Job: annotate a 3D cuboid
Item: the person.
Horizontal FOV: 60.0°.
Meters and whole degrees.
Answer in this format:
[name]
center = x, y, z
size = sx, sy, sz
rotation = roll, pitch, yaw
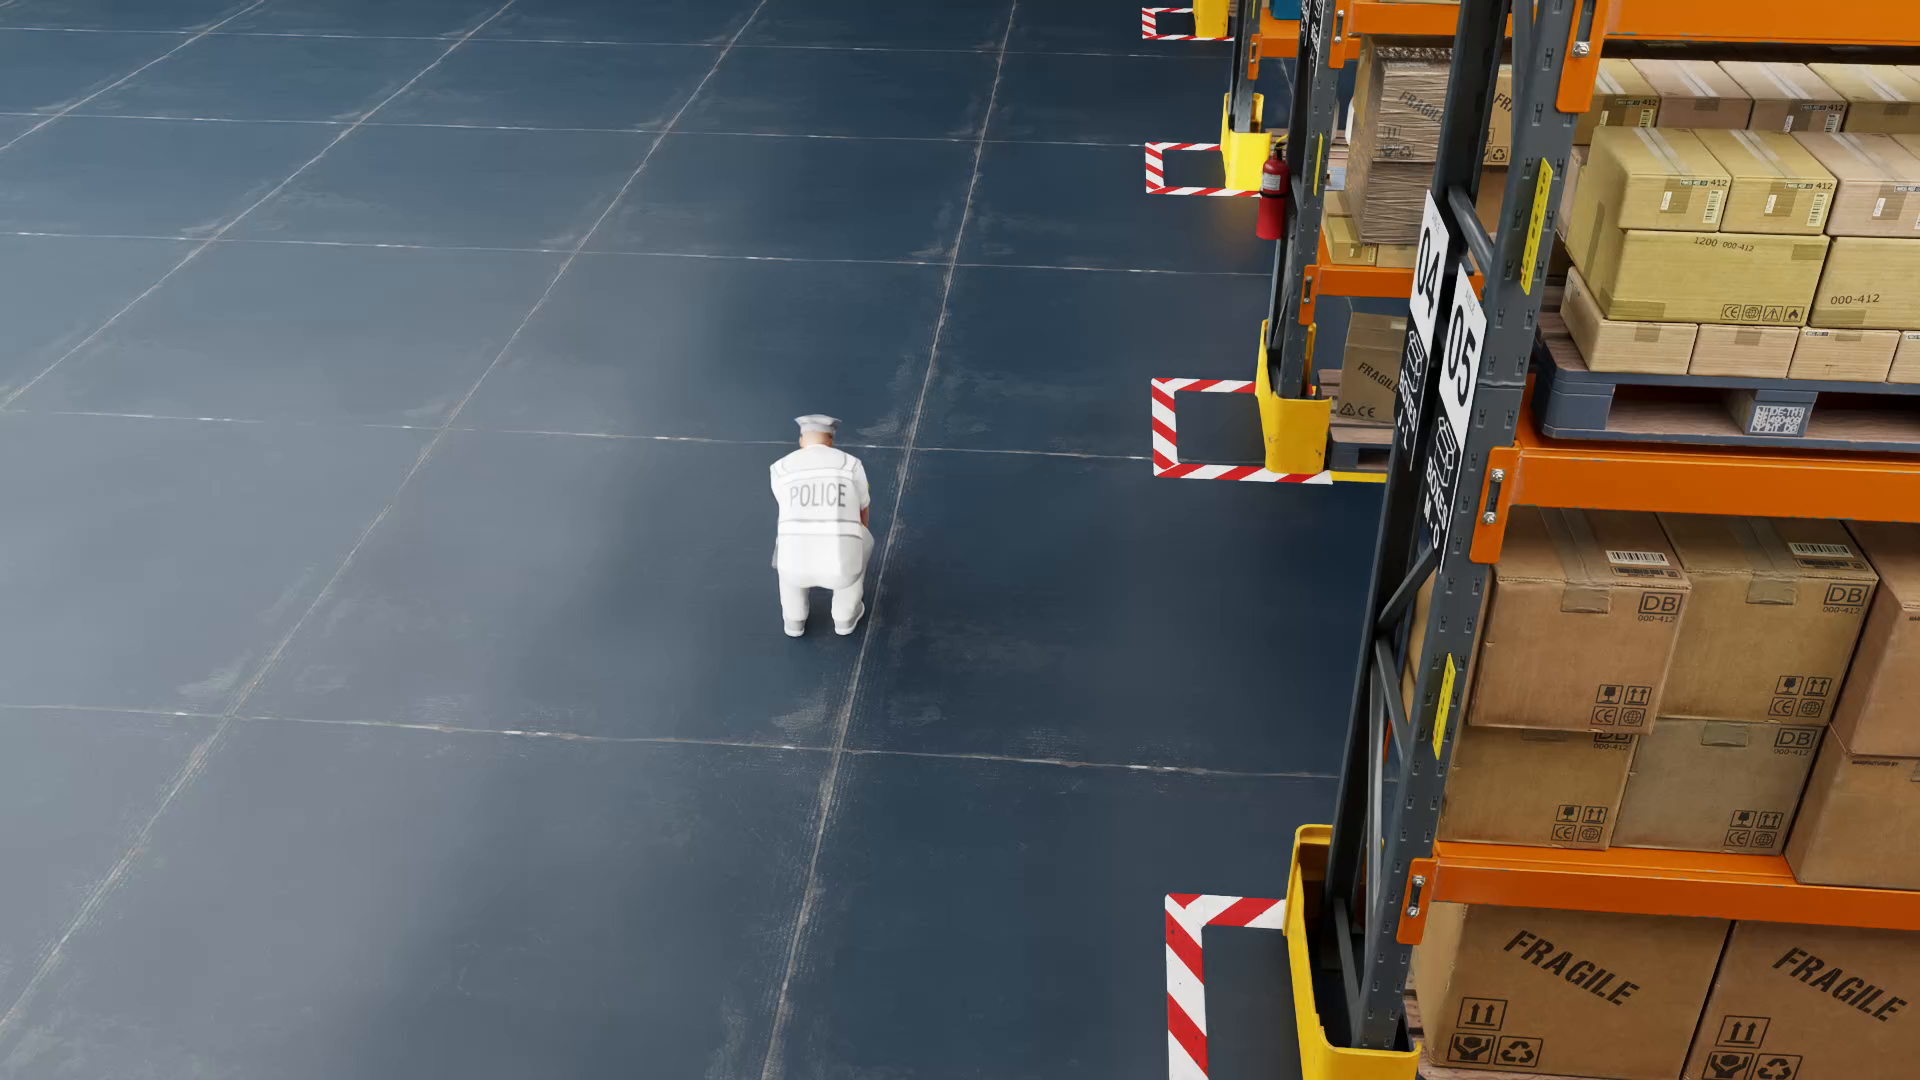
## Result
[person]
center = -0.721, -0.061, 8.642
size = 0.526, 1.025, 0.919
rotation = 2, 32, 3
